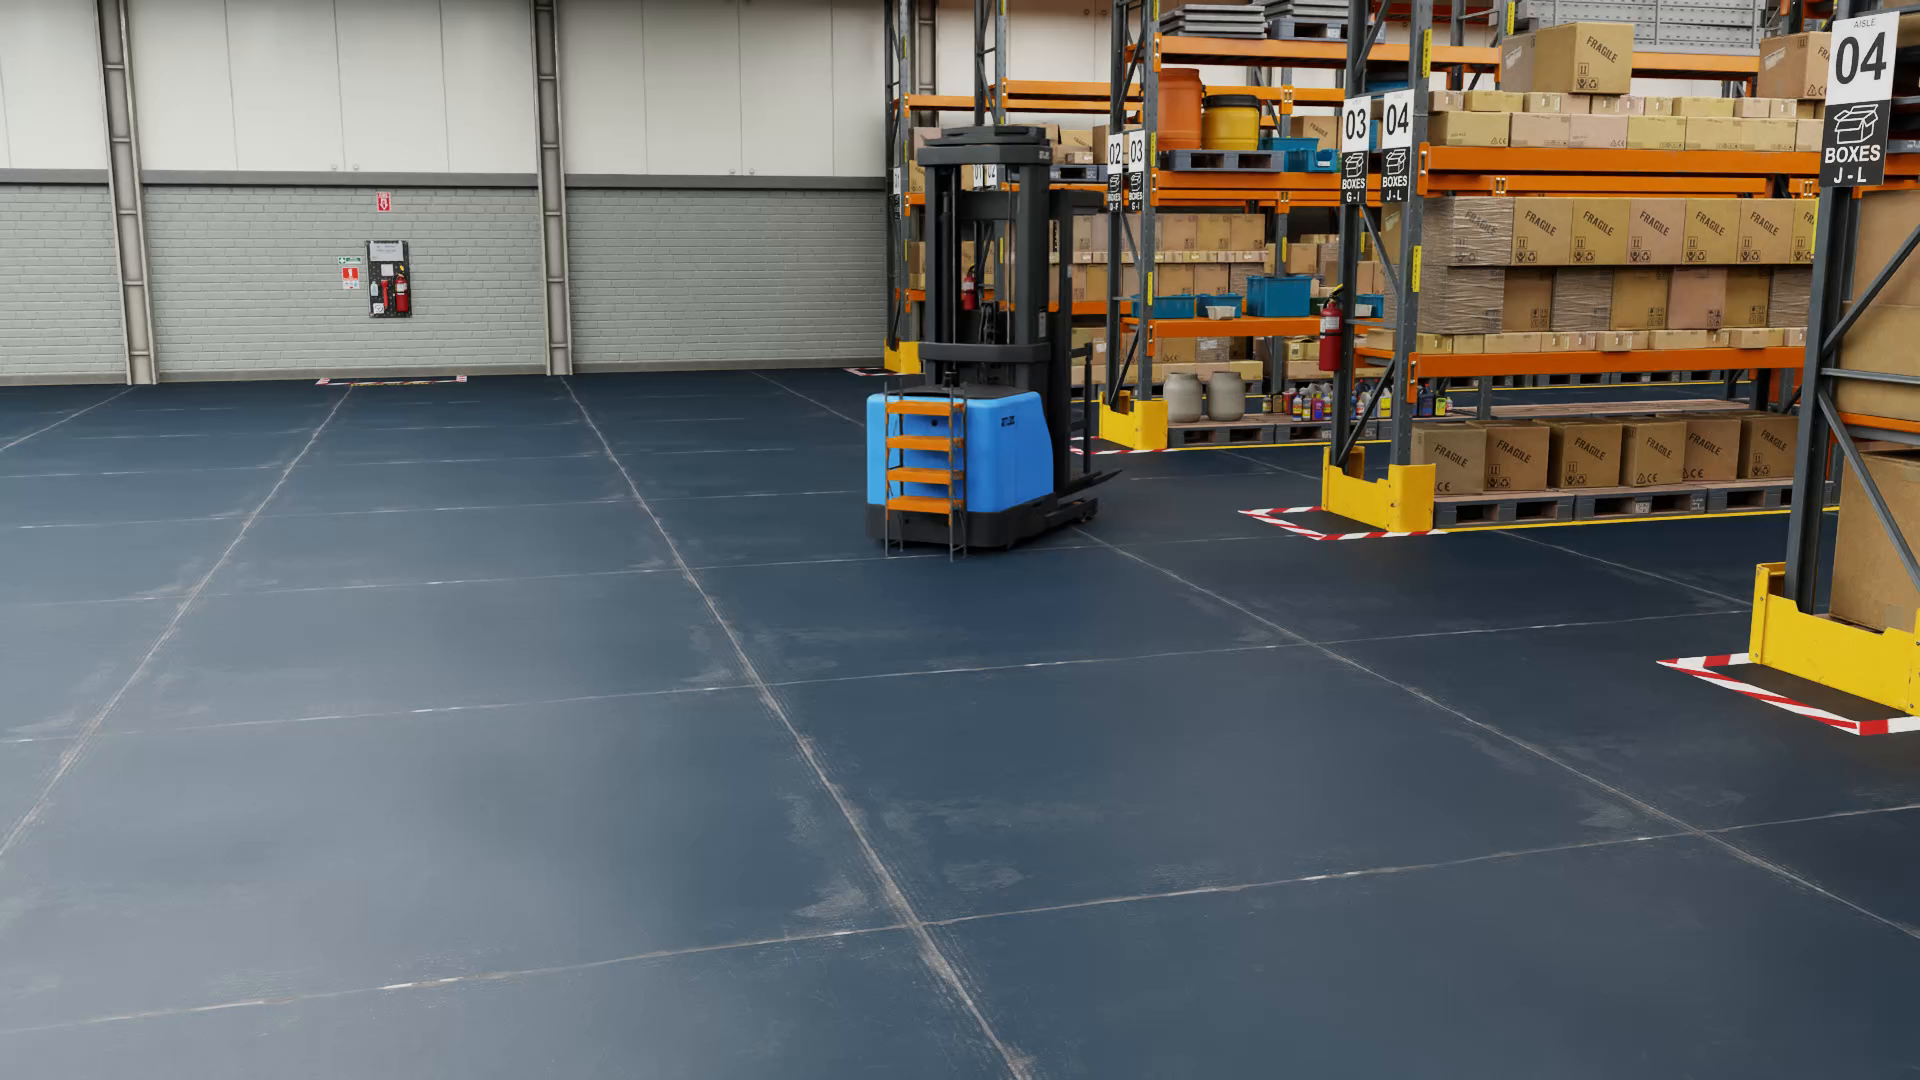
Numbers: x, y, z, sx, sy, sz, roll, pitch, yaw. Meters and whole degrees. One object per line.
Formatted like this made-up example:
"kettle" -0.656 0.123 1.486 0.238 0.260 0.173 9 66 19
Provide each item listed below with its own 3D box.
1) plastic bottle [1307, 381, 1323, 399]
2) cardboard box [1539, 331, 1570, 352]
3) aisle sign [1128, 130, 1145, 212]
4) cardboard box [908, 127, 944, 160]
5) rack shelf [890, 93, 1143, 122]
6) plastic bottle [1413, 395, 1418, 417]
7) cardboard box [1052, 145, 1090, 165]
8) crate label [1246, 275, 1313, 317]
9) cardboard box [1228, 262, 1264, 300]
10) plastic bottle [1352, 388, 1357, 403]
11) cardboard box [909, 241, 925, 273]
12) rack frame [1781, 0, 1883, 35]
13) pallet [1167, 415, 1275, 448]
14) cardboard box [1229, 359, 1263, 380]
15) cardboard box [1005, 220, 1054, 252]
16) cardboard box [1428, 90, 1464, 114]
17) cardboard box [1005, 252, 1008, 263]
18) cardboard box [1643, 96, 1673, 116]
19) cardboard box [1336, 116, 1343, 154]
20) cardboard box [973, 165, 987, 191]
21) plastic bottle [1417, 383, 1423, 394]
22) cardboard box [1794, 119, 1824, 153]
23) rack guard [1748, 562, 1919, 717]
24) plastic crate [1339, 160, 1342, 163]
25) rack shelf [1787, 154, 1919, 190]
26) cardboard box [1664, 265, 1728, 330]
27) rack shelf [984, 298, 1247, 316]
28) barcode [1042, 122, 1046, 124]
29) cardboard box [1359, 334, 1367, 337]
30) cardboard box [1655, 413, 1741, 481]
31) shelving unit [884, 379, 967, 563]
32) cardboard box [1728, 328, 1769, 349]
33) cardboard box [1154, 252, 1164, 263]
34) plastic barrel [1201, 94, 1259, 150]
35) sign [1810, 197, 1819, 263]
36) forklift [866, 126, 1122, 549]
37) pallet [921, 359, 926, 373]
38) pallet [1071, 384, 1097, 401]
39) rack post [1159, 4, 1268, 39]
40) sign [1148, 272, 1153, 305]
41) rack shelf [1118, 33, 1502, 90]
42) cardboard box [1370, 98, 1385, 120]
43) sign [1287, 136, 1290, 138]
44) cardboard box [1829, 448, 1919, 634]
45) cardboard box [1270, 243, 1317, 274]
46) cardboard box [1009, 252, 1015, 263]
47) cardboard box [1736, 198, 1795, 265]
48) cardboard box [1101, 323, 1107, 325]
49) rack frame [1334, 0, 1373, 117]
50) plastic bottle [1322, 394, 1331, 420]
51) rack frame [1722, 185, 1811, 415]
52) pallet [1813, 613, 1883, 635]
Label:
"plastic bottle" 3.948 -1.600 18.554 0.185 0.351 0.144 -3 11 -14
"cardboard box" 4.457 -1.529 12.758 0.250 0.149 0.380 -3 11 -16
"aisle sign" 1.779 -3.717 16.772 0.004 0.787 0.394 -3 11 -16
"cardboard box" -0.565 -6.219 26.163 0.500 0.500 0.500 -4 11 -20
"rack shelf" 0.917 -6.911 26.731 4.000 0.370 1.077 -3 11 -16
"plastic bottle" 4.885 -1.517 18.101 0.185 0.351 0.144 -4 11 -19
"cardboard box" 1.417 -5.135 22.239 0.500 0.250 0.500 -3 11 -16
"crate label" 3.458 -2.651 18.062 0.616 0.435 0.502 -3 11 -16
"cardboard box" 3.801 -3.582 22.945 0.500 0.500 0.700 -3 11 -17
"plastic bottle" 4.404 -1.578 18.653 0.097 0.271 0.097 0 10 0
"cardboard box" -0.610 -4.581 26.933 0.500 0.500 0.500 -3 11 -17
"rack frame" 6.991 -4.785 13.183 0.127 3.000 1.000 -3 11 -16
"pallet" 2.607 -1.174 17.840 1.213 0.211 1.003 -3 11 -16
"cardboard box" 3.842 -2.350 22.959 0.500 0.250 0.500 -3 11 -16
"cardboard box" 0.888 -4.066 21.987 0.500 0.500 0.700 -3 11 -16
"cardboard box" 3.479 -3.203 12.190 0.250 0.149 0.380 -3 11 -16
"cardboard box" 0.699 -3.775 22.199 0.250 0.149 0.380 -3 11 -17
"cardboard box" 5.212 -3.299 12.712 0.250 0.149 0.380 -3 11 -18
"cardboard box" 5.369 -5.591 23.029 0.500 0.500 0.500 -2 11 -10
"cardboard box" 0.411 -5.771 26.493 0.500 0.500 0.500 -2 11 -13
"plastic bottle" 5.029 -1.551 18.290 0.185 0.351 0.144 -3 11 -16
"cardboard box" 6.626 -3.167 13.097 0.500 0.250 0.500 -3 11 -14
"rack guard" 4.417 0.466 8.135 0.348 0.500 1.175 -3 11 -16
"plastic crate" 4.179 -3.890 17.333 0.396 0.136 0.243 -3 11 -16
"rack shelf" 8.911 -3.057 14.070 4.000 0.370 1.077 -3 11 -16
"cardboard box" 5.600 -1.956 13.288 0.500 0.500 0.875 -3 11 -16
"rack shelf" 2.305 -3.102 22.597 4.000 0.370 1.077 -3 11 -16
"barcode" 1.383 -6.832 27.339 0.075 0.075 0.001 -3 11 -16
"cardboard box" 5.996 -2.834 24.043 0.500 0.311 0.500 -3 11 -17
"cardboard box" 6.048 -0.768 13.678 0.500 0.500 0.500 0 10 2
"shelving unit" -0.230 -0.474 11.305 0.503 1.200 0.258 5 11 25
"cardboard box" 6.158 -1.604 13.167 0.250 0.149 0.380 -3 11 -16
"cardboard box" 2.551 -3.796 22.314 0.250 0.149 0.380 -3 11 -14
"plastic barrel" 2.825 -4.347 17.411 0.600 0.588 0.600 0 10 0
"sign" 4.301 -1.546 8.305 0.005 0.325 0.100 -3 11 -16
"forklift" 0.422 -1.601 12.650 1.130 2.935 3.031 5 12 25
"pallet" -0.140 -2.883 27.122 1.213 0.211 1.003 -3 11 -16
"pallet" 1.108 -2.029 22.484 1.213 0.211 1.003 -3 11 -16
"rack post" 2.527 -5.214 16.894 0.954 0.300 0.937 -2 11 -10
"sign" 1.916 -2.533 16.758 0.005 0.325 0.100 -3 11 -16
"rack shelf" 3.686 -4.994 17.412 4.000 0.370 1.077 -3 11 -16
"cardboard box" 3.330 -3.298 12.704 0.250 0.149 0.380 -3 11 -16
"sign" 4.382 -5.229 22.233 0.005 0.325 0.100 -3 11 -16
"cardboard box" 5.072 0.028 8.319 0.875 0.875 0.875 -3 11 -16
"cardboard box" 5.701 -4.827 28.491 0.500 0.500 0.700 -4 11 -21
"cardboard box" 0.822 -3.705 21.819 0.250 0.149 0.380 -3 11 -16
"cardboard box" 6.156 -2.426 13.078 0.500 0.500 0.500 -3 11 -16
"cardboard box" 2.253 -2.734 22.979 0.500 0.500 0.500 -3 11 -16
"rack frame" 6.678 -7.571 28.315 0.127 3.000 1.000 -3 11 -16
"plastic bottle" 3.923 -1.423 17.809 0.097 0.271 0.097 0 10 0
"rack frame" 9.447 -2.898 19.503 0.127 3.000 1.000 -3 11 -16
"pallet" 5.186 0.553 8.462 1.213 0.211 1.003 -3 11 -16
